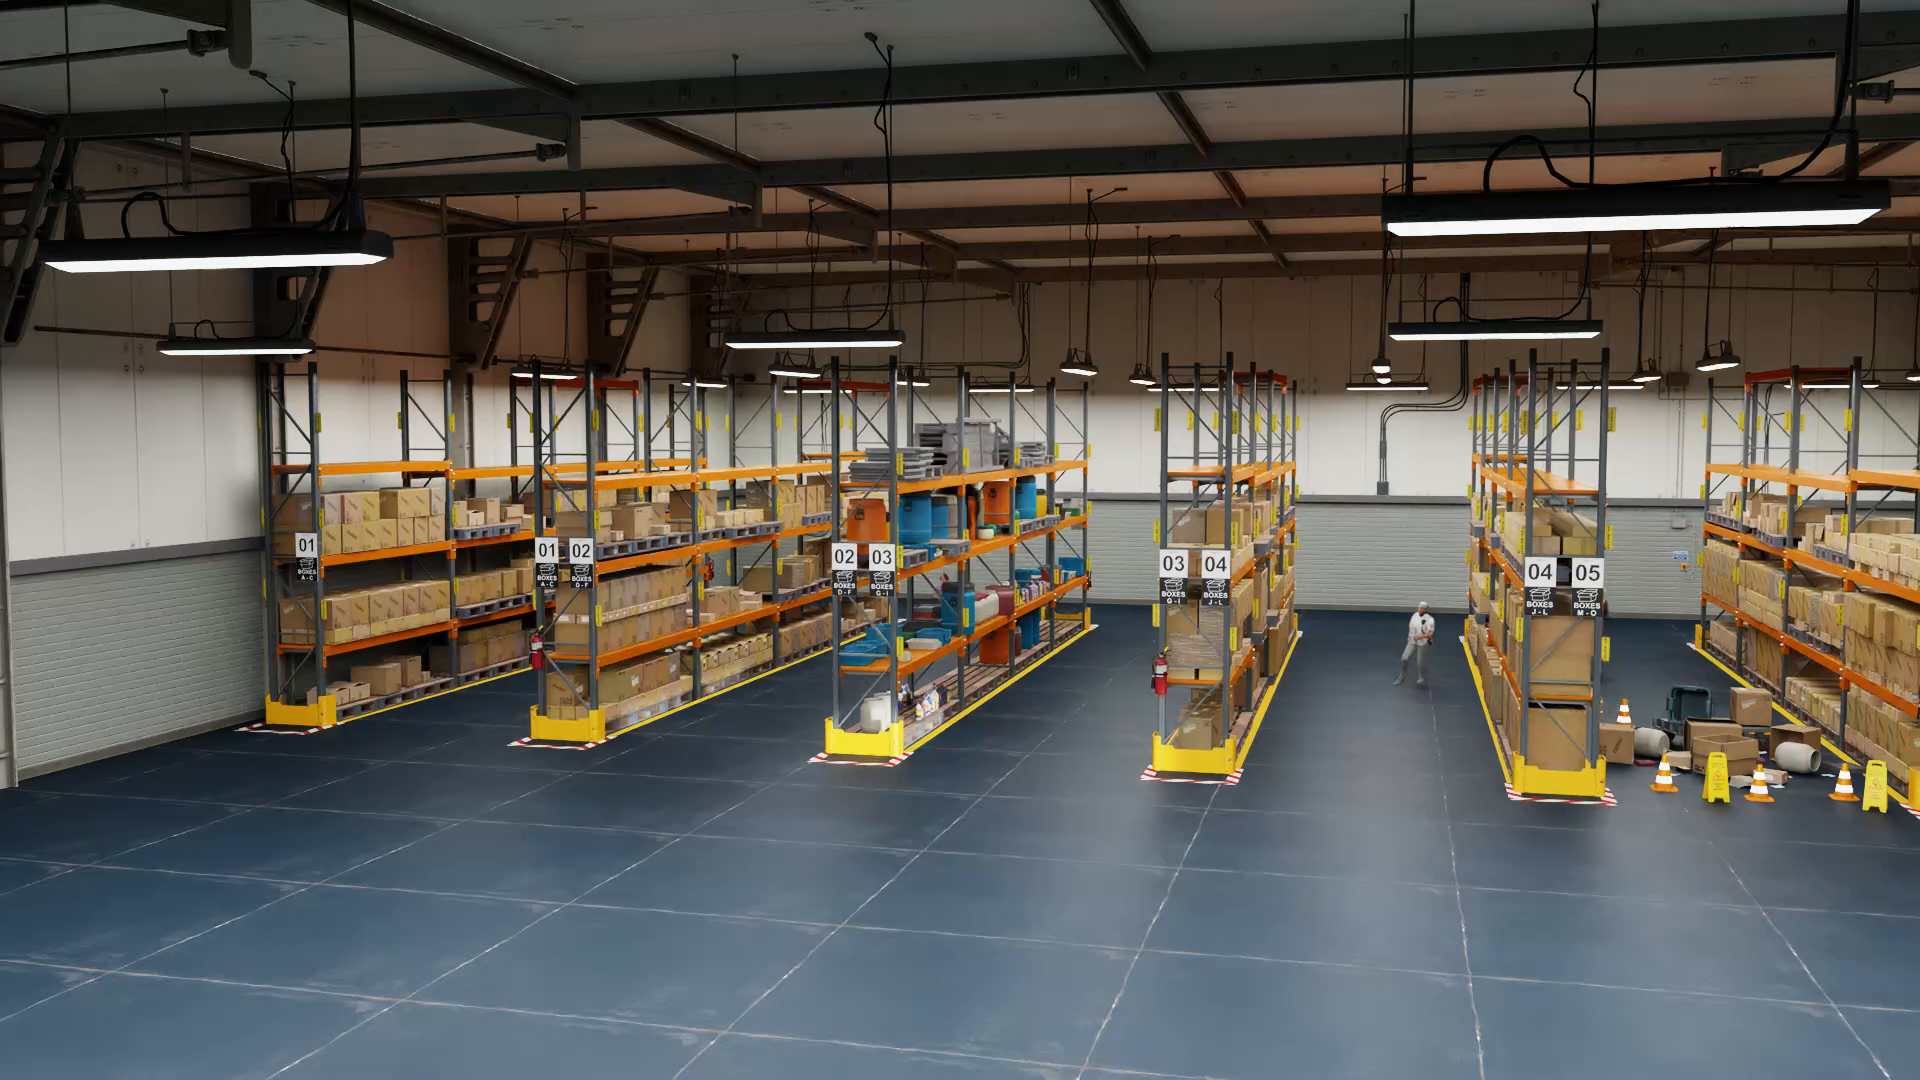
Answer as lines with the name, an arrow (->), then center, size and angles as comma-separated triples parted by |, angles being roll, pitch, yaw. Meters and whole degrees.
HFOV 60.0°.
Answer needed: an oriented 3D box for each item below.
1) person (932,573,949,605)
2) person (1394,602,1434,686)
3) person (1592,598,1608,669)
person -> -0.333, 1.549, 37.482 | 0.513, 1.626, 0.824 | 1, 4, 19
person -> 8.670, 1.959, 31.512 | 0.696, 1.625, 0.779 | 3, 5, 39
person -> 12.847, 1.775, 33.790 | 0.695, 1.725, 1.032 | 0, 4, 7
